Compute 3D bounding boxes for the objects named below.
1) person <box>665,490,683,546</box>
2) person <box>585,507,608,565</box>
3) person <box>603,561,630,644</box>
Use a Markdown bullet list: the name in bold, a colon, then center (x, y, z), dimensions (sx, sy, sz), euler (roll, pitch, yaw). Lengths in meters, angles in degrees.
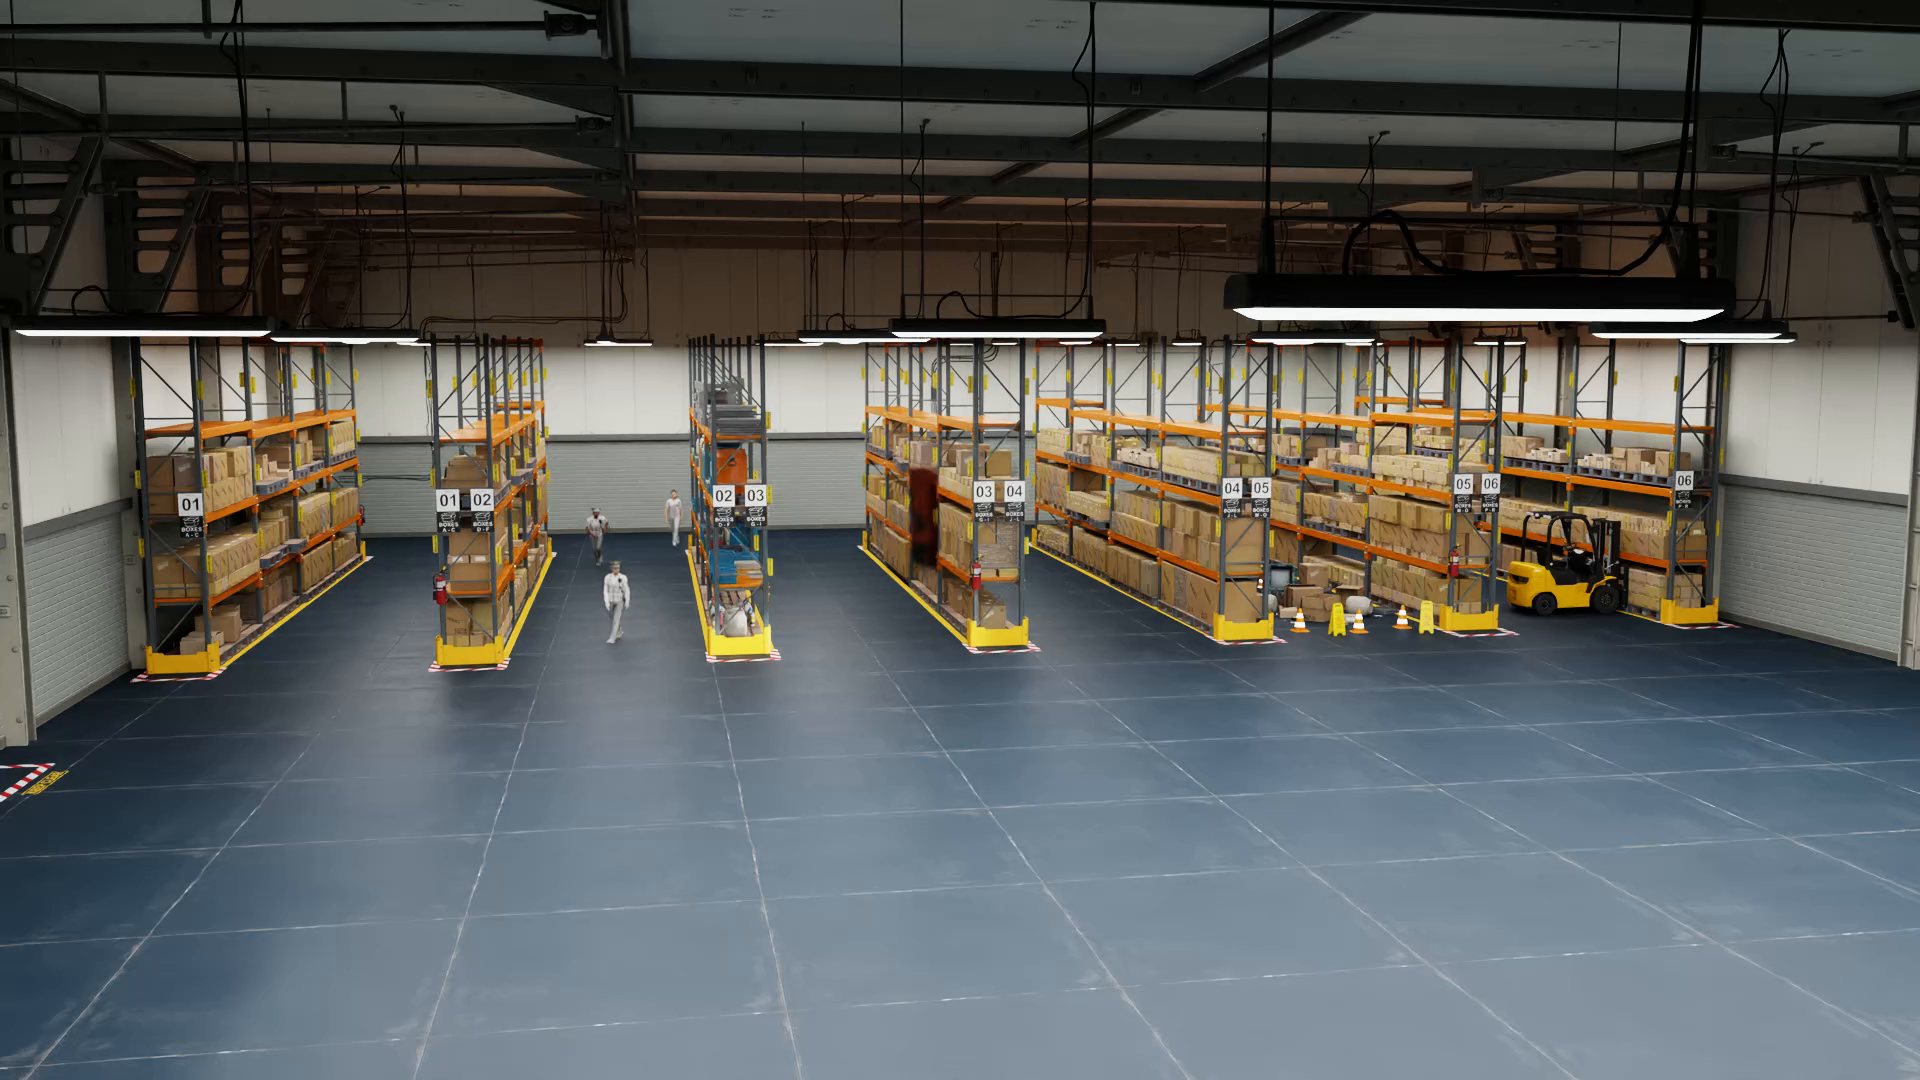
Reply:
- **person**: center (-8.374, -0.657, 48.488), dimensions (0.443, 1.606, 1.038), euler (1, 7, 8)
- **person**: center (-9.606, -0.102, 44.020), dimensions (0.551, 1.589, 0.732), euler (0, 7, 0)
- **person**: center (-6.744, 1.201, 32.528), dimensions (0.464, 1.578, 1.097), euler (1, 7, 6)
